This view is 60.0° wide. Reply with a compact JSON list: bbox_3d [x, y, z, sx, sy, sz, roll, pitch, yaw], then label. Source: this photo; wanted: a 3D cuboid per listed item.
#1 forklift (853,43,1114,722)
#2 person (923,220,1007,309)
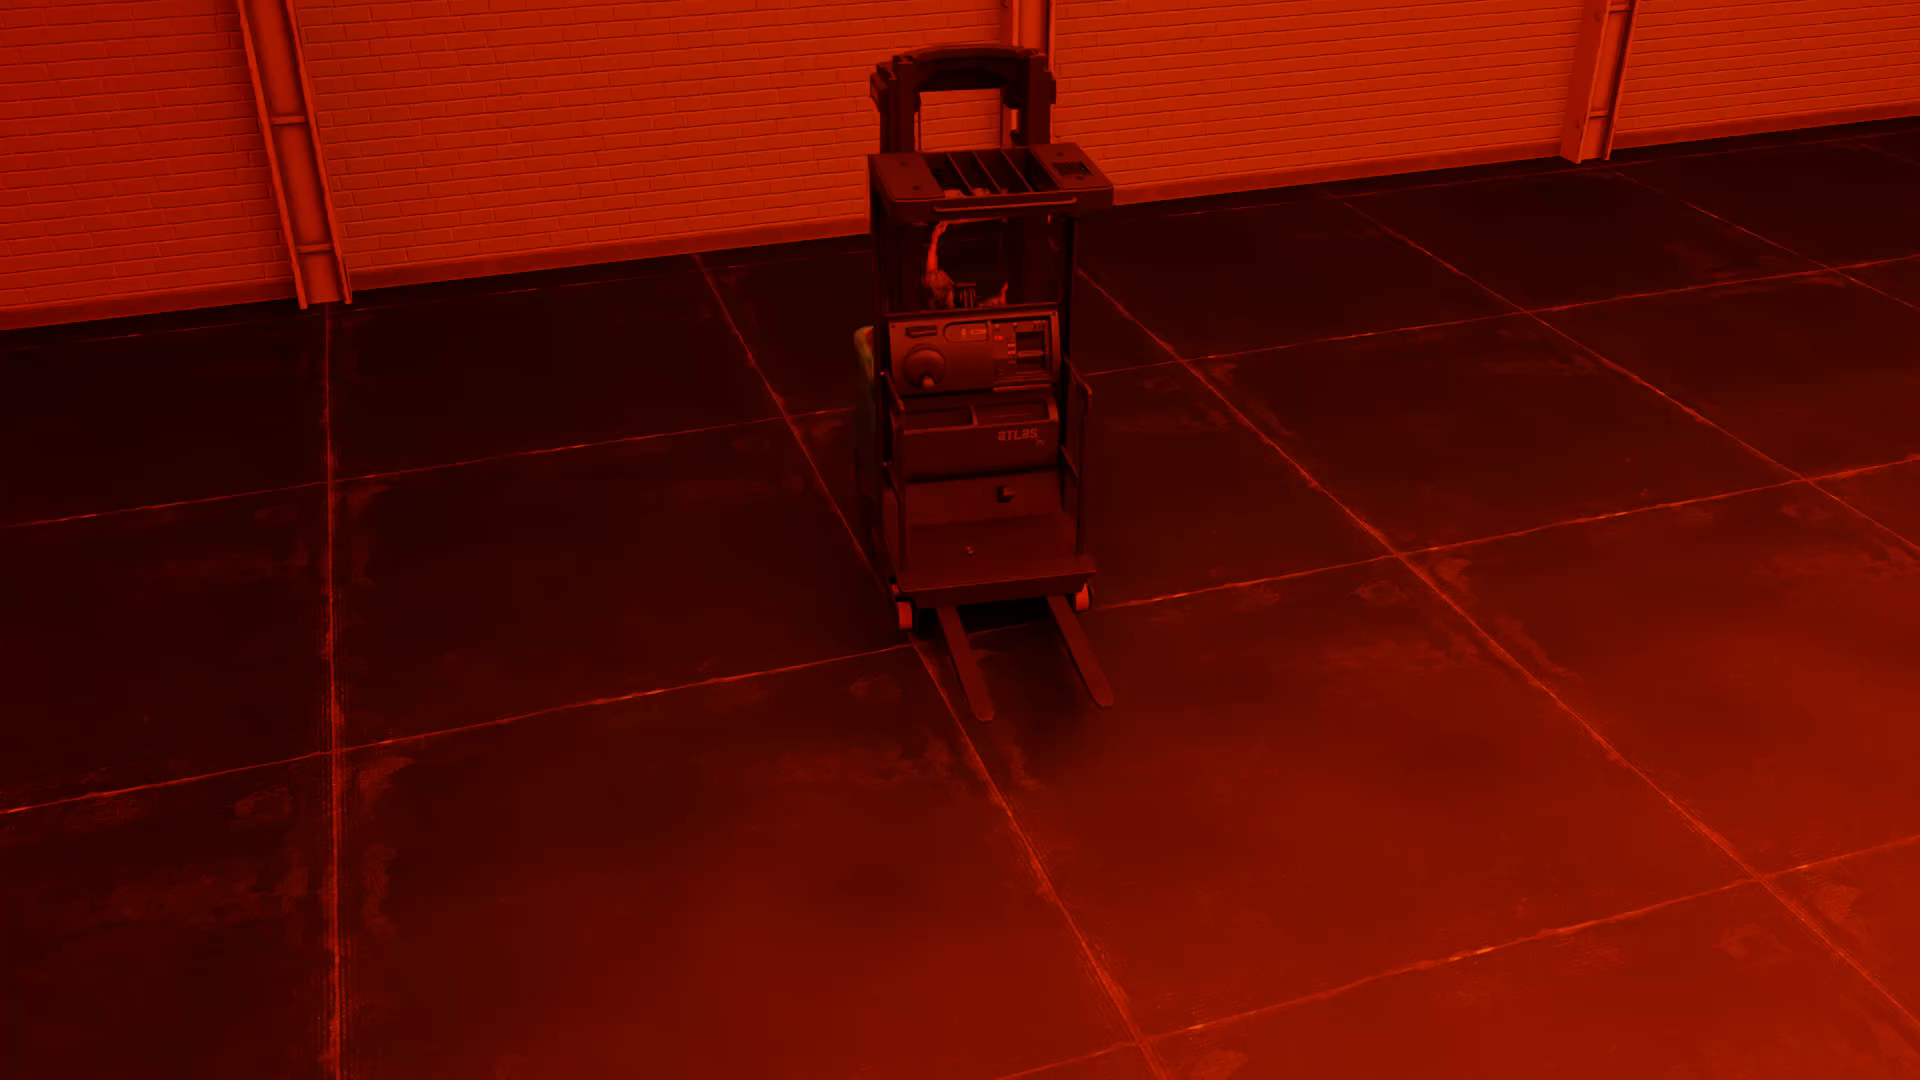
[{"bbox_3d":[0.125,-0.972,8.777,1.130,2.935,3.031,-6,30,-10],"label":"forklift"},{"bbox_3d":[0.085,-1.254,10.647,0.737,1.588,0.930,-13,32,-21],"label":"person"}]
